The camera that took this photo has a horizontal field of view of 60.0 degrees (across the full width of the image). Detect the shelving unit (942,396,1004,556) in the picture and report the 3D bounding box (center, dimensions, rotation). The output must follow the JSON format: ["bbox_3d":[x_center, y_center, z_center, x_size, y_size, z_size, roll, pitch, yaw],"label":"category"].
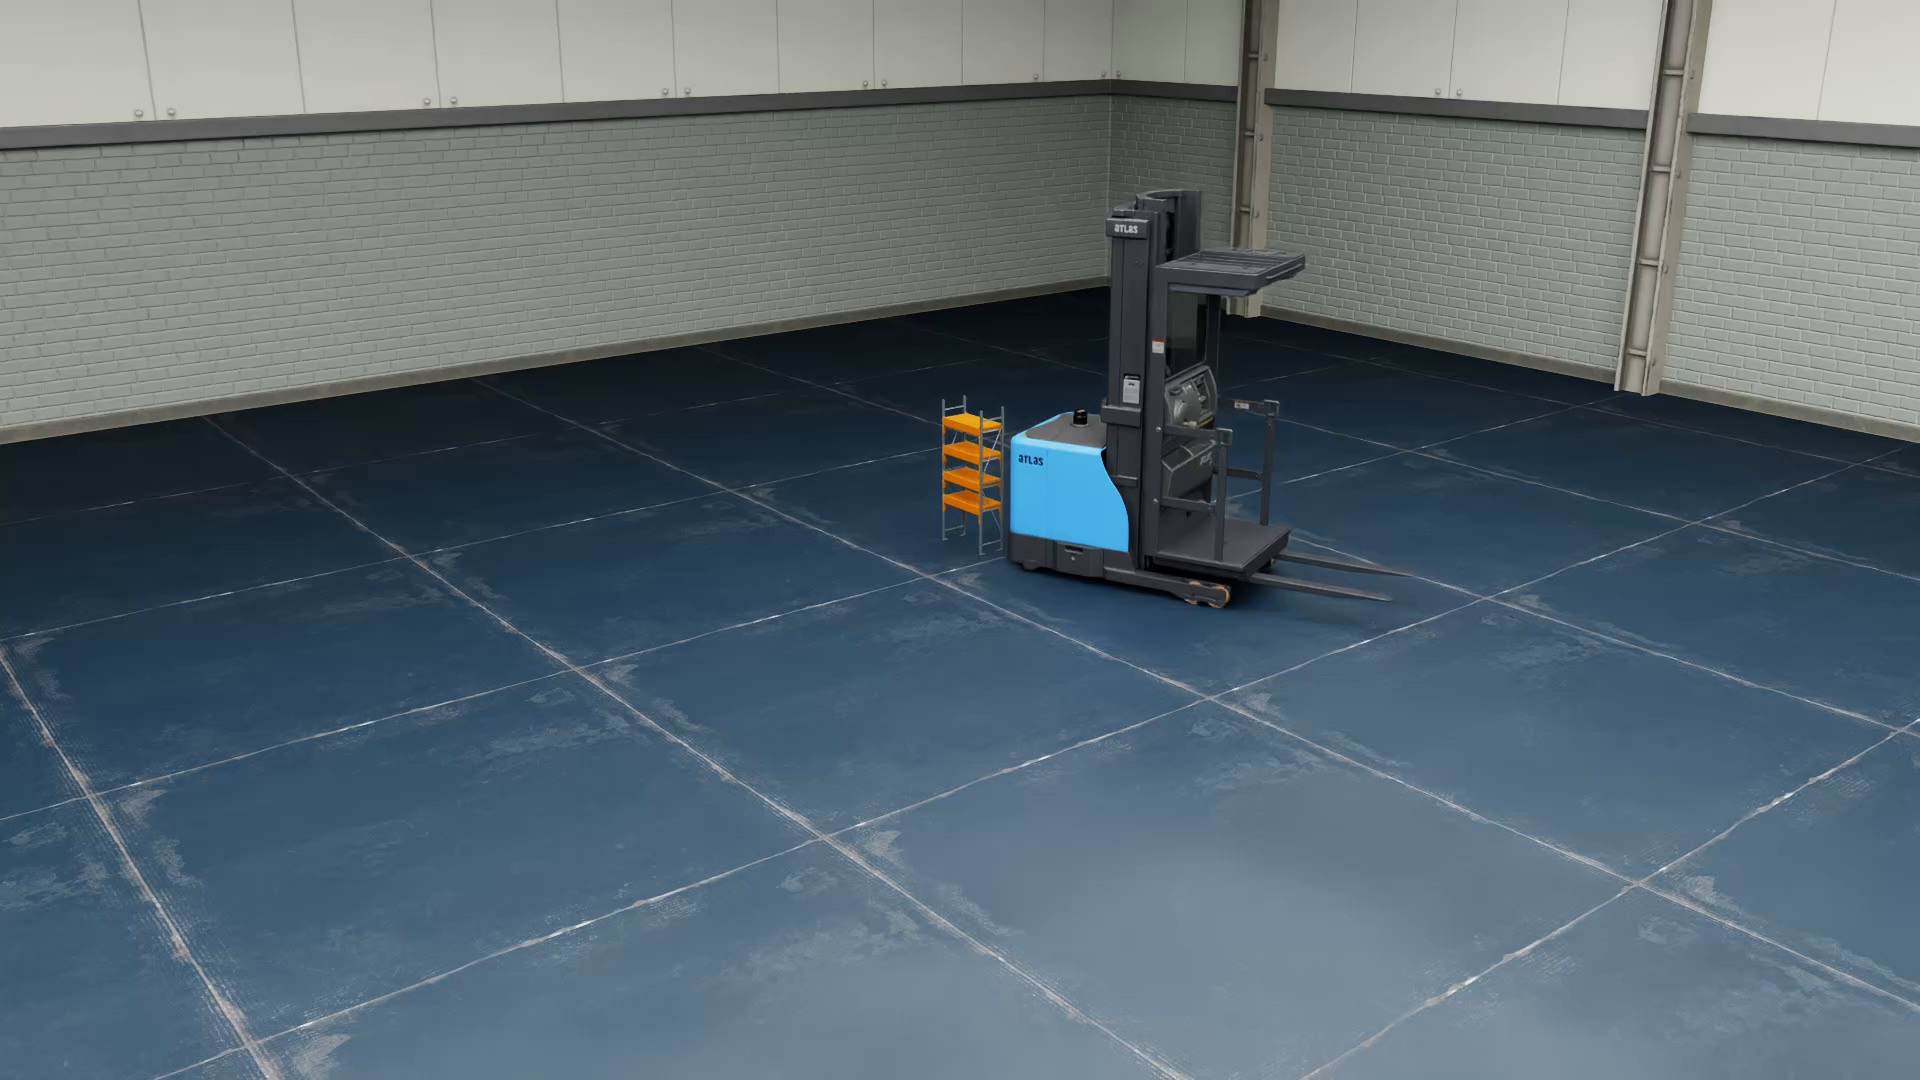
[{"bbox_3d":[0.103,-0.529,13.551,0.258,1.200,0.503,-14,23,-36],"label":"shelving unit"}]

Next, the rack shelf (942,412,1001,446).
[{"bbox_3d":[0.103,-0.902,13.427,0.258,0.148,0.480,-14,23,-36],"label":"rack shelf"}]

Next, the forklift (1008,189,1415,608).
[{"bbox_3d":[1.916,-1.075,12.447,3.031,2.935,1.130,10,21,28],"label":"forklift"}]

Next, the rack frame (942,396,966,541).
[{"bbox_3d":[-0.049,-0.589,13.732,0.240,1.200,0.015,-14,23,-36],"label":"rack frame"}]

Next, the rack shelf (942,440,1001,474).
[{"bbox_3d":[0.103,-0.677,13.502,0.258,0.148,0.480,-14,23,-36],"label":"rack shelf"}]

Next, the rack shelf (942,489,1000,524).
[{"bbox_3d":[0.103,-0.276,13.634,0.258,0.148,0.480,-14,23,-36],"label":"rack shelf"}]

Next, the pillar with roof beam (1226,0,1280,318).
[{"bbox_3d":[0.630,-6.610,19.510,9.100,9.000,0.400,-14,23,-36],"label":"pillar with roof beam"}]

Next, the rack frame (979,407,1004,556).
[{"bbox_3d":[0.254,-0.469,13.369,0.240,1.200,0.015,-14,23,-36],"label":"rack frame"}]

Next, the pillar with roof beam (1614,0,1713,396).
[{"bbox_3d":[4.356,-5.132,15.045,9.100,9.000,0.400,-14,23,-36],"label":"pillar with roof beam"}]

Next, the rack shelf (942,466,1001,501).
[{"bbox_3d":[0.103,-0.465,13.572,0.258,0.148,0.480,-14,23,-36],"label":"rack shelf"}]
